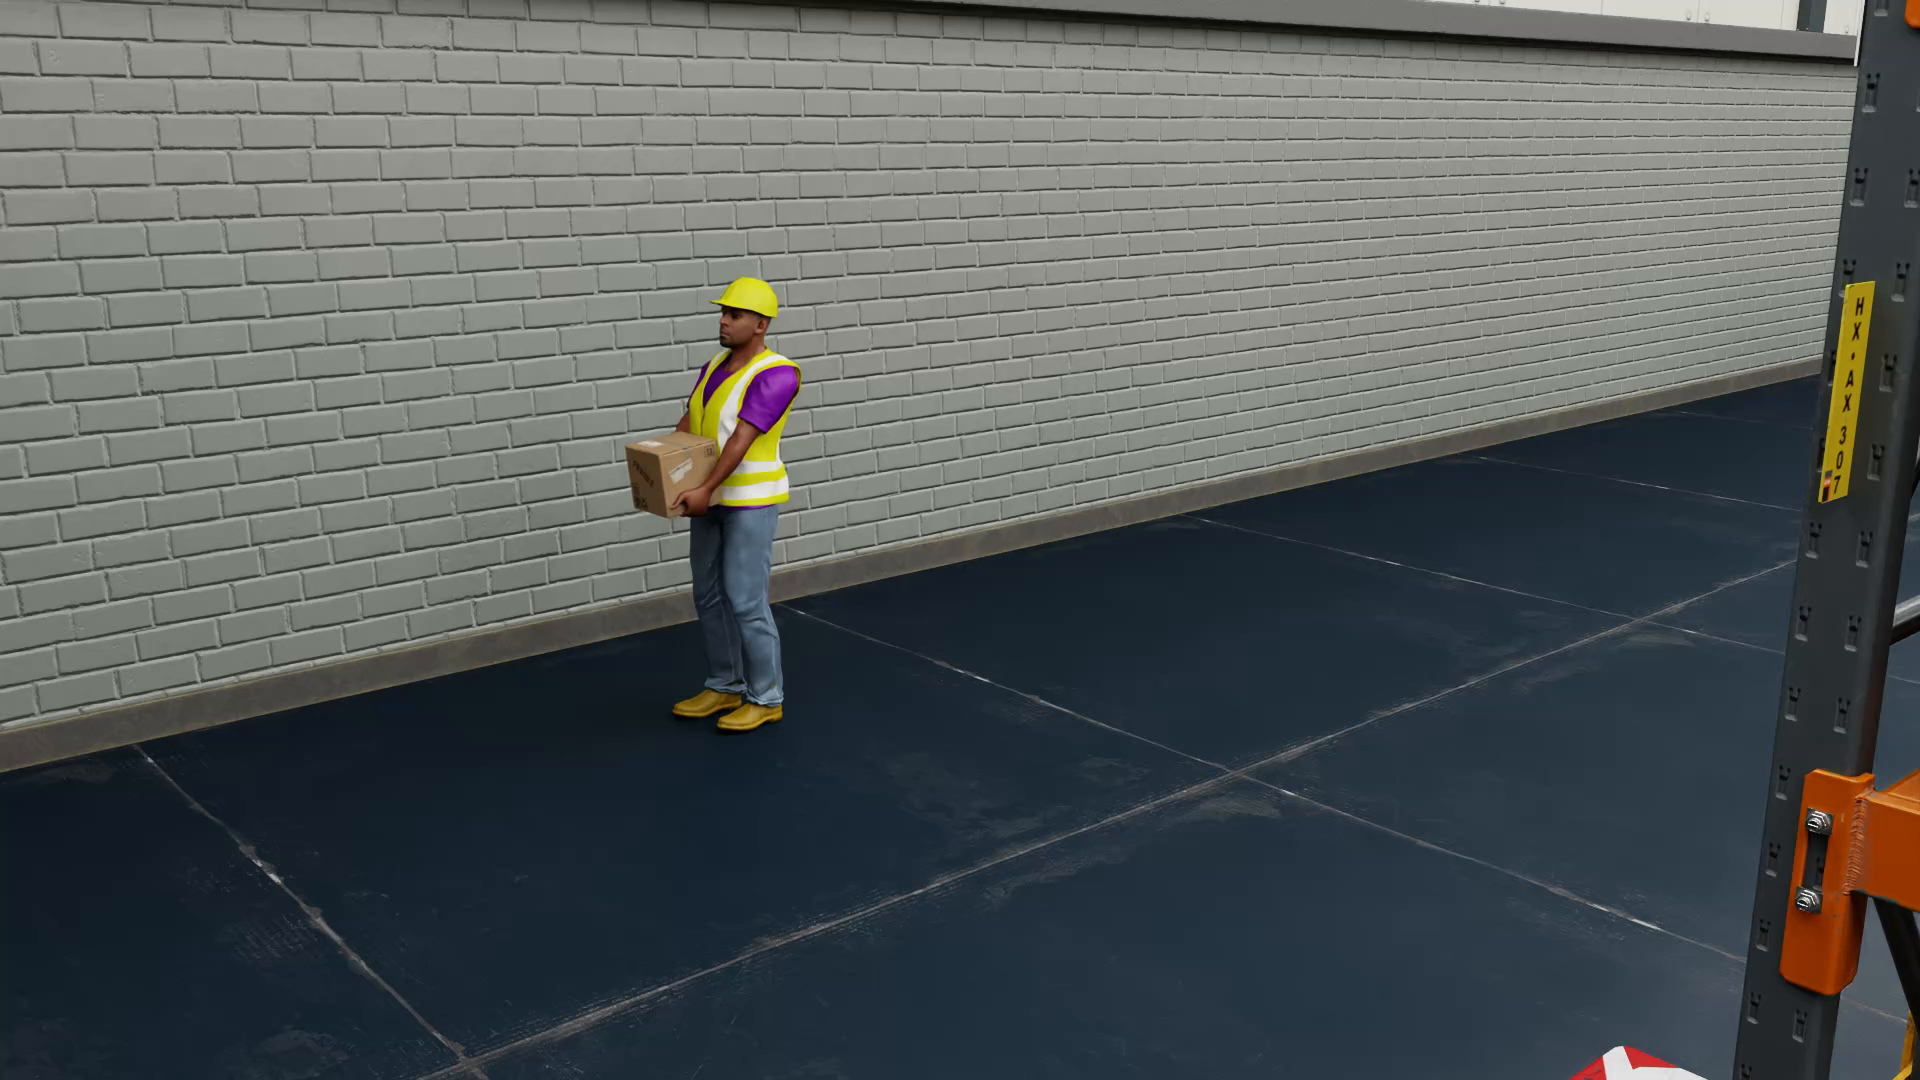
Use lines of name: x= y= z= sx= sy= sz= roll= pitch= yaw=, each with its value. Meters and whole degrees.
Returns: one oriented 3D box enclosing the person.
person: x=-0.938 y=-0.128 z=6.478 sx=0.577 sy=1.761 sz=0.502 roll=-12 pitch=18 yaw=-39
